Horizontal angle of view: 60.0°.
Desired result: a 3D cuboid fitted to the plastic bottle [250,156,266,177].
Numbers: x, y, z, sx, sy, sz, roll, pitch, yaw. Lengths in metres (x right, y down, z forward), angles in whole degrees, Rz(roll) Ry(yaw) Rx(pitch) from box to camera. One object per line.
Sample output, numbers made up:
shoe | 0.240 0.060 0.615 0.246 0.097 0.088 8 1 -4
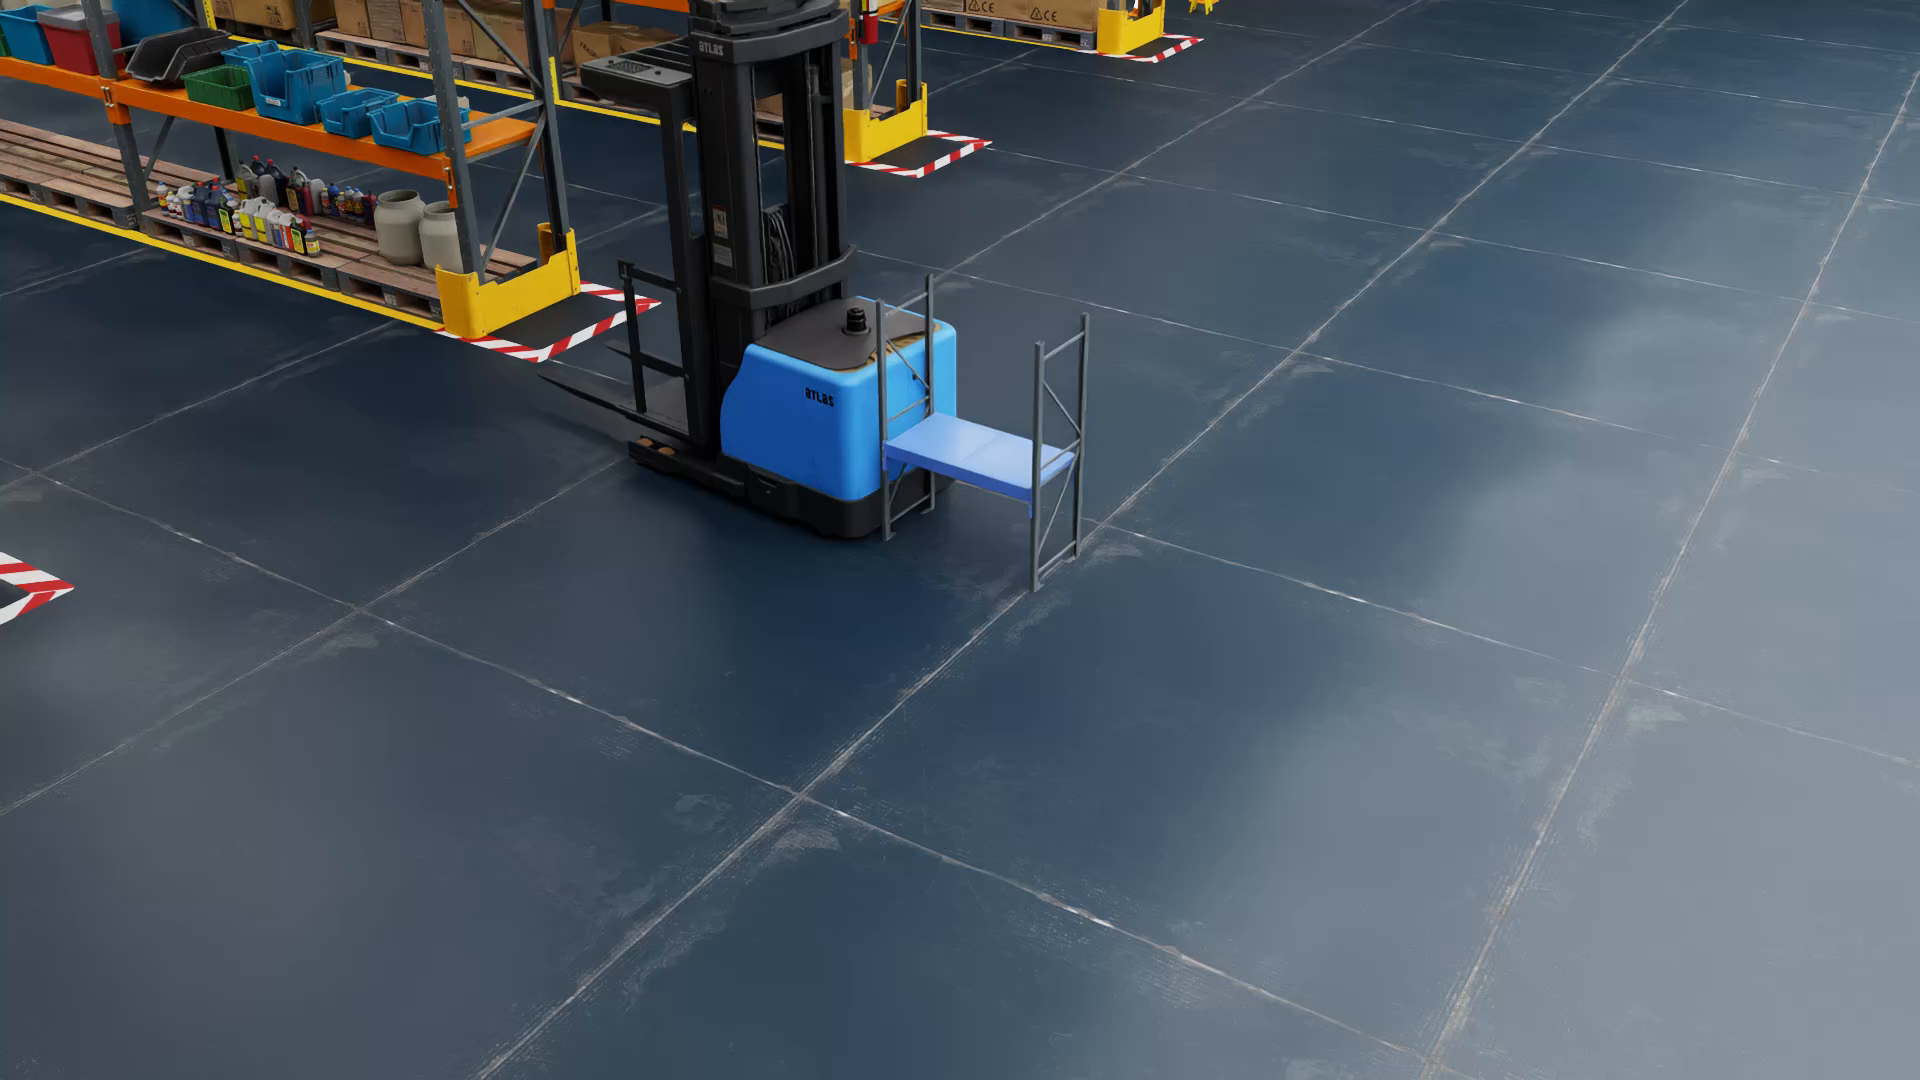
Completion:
plastic bottle | -6.020 -3.130 14.331 0.185 0.351 0.144 17 34 26

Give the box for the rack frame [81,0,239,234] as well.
rack frame | -6.719 -4.134 13.859 0.127 3.000 1.000 18 35 27

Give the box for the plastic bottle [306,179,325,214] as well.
plastic bottle | -5.448 -2.915 14.036 0.135 0.276 0.152 18 35 28

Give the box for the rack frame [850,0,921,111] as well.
rack frame | -0.698 -5.176 15.646 0.127 3.000 1.000 18 35 27

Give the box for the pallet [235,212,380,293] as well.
pallet | -5.134 -2.405 13.663 1.213 0.211 1.003 18 35 27

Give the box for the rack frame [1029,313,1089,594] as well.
rack frame | 0.536 -0.454 9.040 0.032 1.500 0.500 19 35 29

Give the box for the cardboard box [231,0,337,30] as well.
cardboard box | -8.047 -6.777 20.081 0.875 0.875 1.225 16 34 25

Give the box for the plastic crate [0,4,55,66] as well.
plastic crate | -7.818 -4.290 14.142 0.575 0.384 0.392 18 35 27

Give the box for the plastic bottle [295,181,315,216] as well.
plastic bottle | -5.504 -2.872 13.955 0.133 0.283 0.061 18 35 27

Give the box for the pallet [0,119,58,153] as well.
pallet | -9.471 -3.777 16.014 1.213 0.211 1.003 18 35 27

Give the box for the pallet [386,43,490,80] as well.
pallet | -5.783 -5.578 19.101 1.213 0.211 1.003 18 35 27

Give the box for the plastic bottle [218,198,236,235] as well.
plastic bottle | -5.978 -2.644 13.565 0.133 0.283 0.061 19 35 29

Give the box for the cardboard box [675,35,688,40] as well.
cardboard box | -2.711 -4.942 17.308 0.500 0.500 0.500 14 33 23

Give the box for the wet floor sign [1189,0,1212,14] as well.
wet floor sign | 3.102 -7.086 21.256 0.232 0.644 0.267 12 32 19

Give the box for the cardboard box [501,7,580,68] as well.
cardboard box | -4.594 -5.532 18.299 0.500 0.500 0.700 15 33 24

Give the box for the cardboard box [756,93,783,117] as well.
cardboard box | -1.742 -4.598 16.718 0.500 0.500 0.500 -25 38 -36

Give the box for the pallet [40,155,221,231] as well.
pallet | -7.404 -3.123 14.894 1.213 0.211 1.003 18 35 27

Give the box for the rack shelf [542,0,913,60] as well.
rack shelf | -2.391 -5.401 16.745 4.000 0.370 1.077 18 35 27

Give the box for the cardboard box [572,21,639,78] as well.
cardboard box | -3.768 -5.225 17.793 0.500 0.500 0.500 16 34 26

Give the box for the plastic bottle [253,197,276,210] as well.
plastic bottle | -5.678 -2.659 13.598 0.135 0.276 0.152 18 35 27

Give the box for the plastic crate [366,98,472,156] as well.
plastic crate | -3.914 -3.004 12.070 0.616 0.251 0.499 18 35 27

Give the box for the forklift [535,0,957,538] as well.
forklift | -1.479 -1.872 10.049 3.031 2.935 1.130 22 37 32

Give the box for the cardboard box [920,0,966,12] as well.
cardboard box | -0.102 -7.163 20.743 0.875 0.875 0.875 18 35 28

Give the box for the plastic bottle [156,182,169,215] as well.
plastic bottle | -6.682 -2.873 13.968 0.097 0.271 0.097 0 30 0

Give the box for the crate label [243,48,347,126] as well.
crate label | -5.033 -3.455 12.660 0.616 0.435 0.502 18 35 27

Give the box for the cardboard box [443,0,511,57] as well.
cardboard box | -5.462 -5.817 18.788 0.500 0.500 0.700 14 33 23

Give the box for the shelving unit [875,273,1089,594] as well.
shelving unit | 0.116 -0.598 9.288 1.048 1.500 0.538 19 35 29

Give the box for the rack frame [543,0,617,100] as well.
rack frame | -4.085 -6.248 17.482 0.127 3.000 1.000 18 35 27

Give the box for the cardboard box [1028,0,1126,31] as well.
cardboard box | 1.415 -6.683 19.920 0.875 0.875 0.875 18 35 28

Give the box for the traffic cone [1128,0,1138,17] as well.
traffic cone | 2.330 -6.918 21.150 0.334 0.463 0.336 18 35 27

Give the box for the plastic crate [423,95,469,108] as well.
plastic crate | -3.918 -3.325 12.735 0.250 0.136 0.298 18 35 27

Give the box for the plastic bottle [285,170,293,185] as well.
plastic bottle | -5.697 -3.024 14.215 0.133 0.283 0.061 20 36 31

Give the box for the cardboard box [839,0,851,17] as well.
cardboard box | -1.049 -5.056 15.689 0.250 0.149 0.380 18 35 27

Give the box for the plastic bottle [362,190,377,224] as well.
plastic bottle | -4.883 -2.766 13.774 0.133 0.283 0.061 18 35 28

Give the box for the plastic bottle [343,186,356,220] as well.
plastic bottle | -5.076 -2.811 13.863 0.097 0.271 0.097 0 30 0

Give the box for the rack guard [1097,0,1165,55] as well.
rack guard | 2.045 -6.180 19.847 0.348 0.500 1.175 18 35 27

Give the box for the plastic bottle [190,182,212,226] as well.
plastic bottle | -6.256 -2.786 13.741 0.185 0.351 0.144 19 35 29

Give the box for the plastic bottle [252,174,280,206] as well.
plastic bottle | -5.915 -2.976 14.141 0.135 0.276 0.152 18 35 27

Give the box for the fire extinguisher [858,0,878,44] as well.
fire extinguisher | -0.846 -4.915 15.275 0.183 0.674 0.296 18 35 27

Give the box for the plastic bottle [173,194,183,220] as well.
plastic bottle | -6.509 -2.788 13.893 0.097 0.201 0.097 0 30 0

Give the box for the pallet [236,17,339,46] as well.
pallet | -8.101 -6.358 20.439 1.213 0.211 1.003 18 35 27

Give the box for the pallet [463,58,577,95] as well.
pallet | -4.746 -5.251 18.541 1.213 0.211 1.003 18 35 27

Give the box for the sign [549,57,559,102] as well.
sign | -3.035 -3.415 12.353 0.005 0.325 0.100 18 35 27

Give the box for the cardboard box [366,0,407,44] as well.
cardboard box | -6.419 -6.115 19.300 0.500 0.500 0.700 15 33 23

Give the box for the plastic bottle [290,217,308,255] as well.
plastic bottle | -5.228 -2.407 13.159 0.133 0.283 0.061 18 35 29

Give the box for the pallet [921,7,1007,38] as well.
pallet | 0.277 -6.569 20.801 1.213 0.211 1.003 18 35 27

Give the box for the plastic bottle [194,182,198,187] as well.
plastic bottle | -6.337 -2.849 13.915 0.133 0.283 0.061 18 35 27

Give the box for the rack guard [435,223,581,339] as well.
rack guard | -3.420 -1.983 12.652 0.348 0.500 1.175 18 35 27

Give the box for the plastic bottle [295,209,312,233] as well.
plastic bottle | -5.262 -2.509 13.332 0.133 0.283 0.061 18 35 27

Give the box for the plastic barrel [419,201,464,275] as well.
plastic barrel | -3.929 -2.313 12.789 0.421 0.512 0.421 0 30 0

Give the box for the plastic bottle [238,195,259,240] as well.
plastic bottle | -5.736 -2.622 13.459 0.185 0.351 0.144 17 34 27

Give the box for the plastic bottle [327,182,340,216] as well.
plastic bottle | -5.247 -2.865 13.956 0.097 0.271 0.097 0 30 0

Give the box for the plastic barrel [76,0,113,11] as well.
plastic barrel | -7.412 -4.542 14.424 0.433 0.535 0.433 0 30 0

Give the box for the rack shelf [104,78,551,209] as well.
rack shelf | -5.025 -3.287 13.122 4.000 0.370 1.077 18 35 27

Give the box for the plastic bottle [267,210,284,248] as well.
plastic bottle | -5.436 -2.497 13.320 0.135 0.276 0.152 17 34 26

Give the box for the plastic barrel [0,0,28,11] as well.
plastic barrel | -8.400 -4.855 14.960 0.433 0.535 0.433 0 30 0

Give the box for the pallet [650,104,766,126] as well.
pallet | -2.460 -4.552 17.343 1.213 0.211 1.003 18 35 27

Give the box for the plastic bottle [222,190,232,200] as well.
plastic bottle | -6.069 -2.765 13.783 0.097 0.271 0.097 0 30 0

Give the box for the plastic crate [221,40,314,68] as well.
plastic crate | -5.637 -3.889 13.587 0.616 0.251 0.499 18 35 27
